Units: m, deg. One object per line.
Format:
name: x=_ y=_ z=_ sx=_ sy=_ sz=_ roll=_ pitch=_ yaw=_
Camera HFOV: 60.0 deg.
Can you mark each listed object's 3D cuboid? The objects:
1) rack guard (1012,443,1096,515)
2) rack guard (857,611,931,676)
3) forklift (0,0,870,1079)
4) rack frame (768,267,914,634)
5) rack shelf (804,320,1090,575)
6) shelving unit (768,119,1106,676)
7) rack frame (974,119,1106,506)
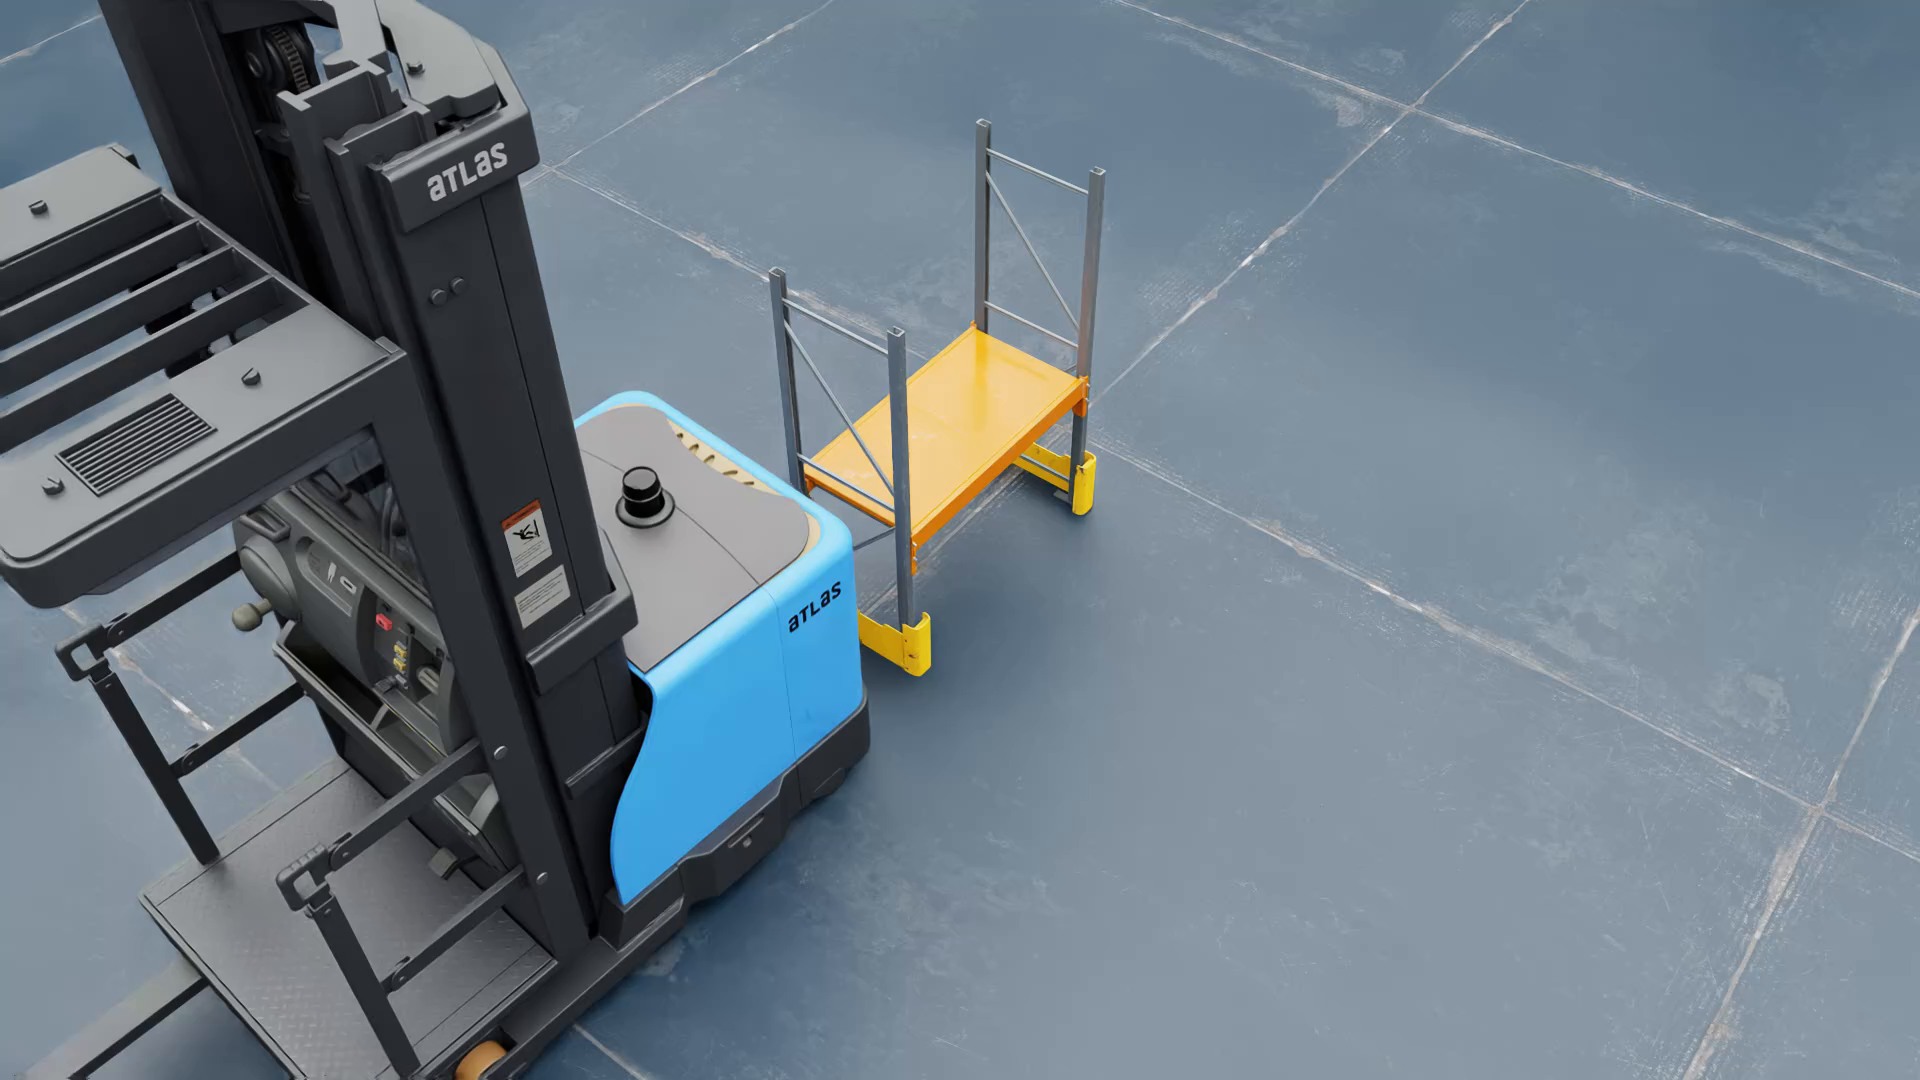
rack guard: x=0.258 y=-0.328 z=6.390 sx=0.587 sy=0.250 sz=0.087 roll=29 pitch=53 yaw=25
rack guard: x=-0.351 y=0.242 z=5.846 sx=0.587 sy=0.250 sz=0.087 roll=29 pitch=53 yaw=25
forklift: x=-1.655 y=0.258 z=3.976 sx=1.130 sy=2.935 sz=3.031 roll=33 pitch=55 yaw=27
rack frame: x=-0.363 y=-0.178 z=5.383 sx=0.500 sy=1.500 sz=0.032 roll=29 pitch=53 yaw=25
rack shelf: x=-0.052 y=-0.345 z=5.791 sx=0.538 sy=0.185 sz=1.000 roll=29 pitch=53 yaw=25
shelving unit: x=-0.047 y=-0.474 z=5.666 sx=0.587 sy=1.500 sz=1.083 roll=29 pitch=53 yaw=25
rack frame: x=0.259 y=-0.760 z=5.939 sx=0.500 sy=1.500 sz=0.032 roll=29 pitch=53 yaw=25
